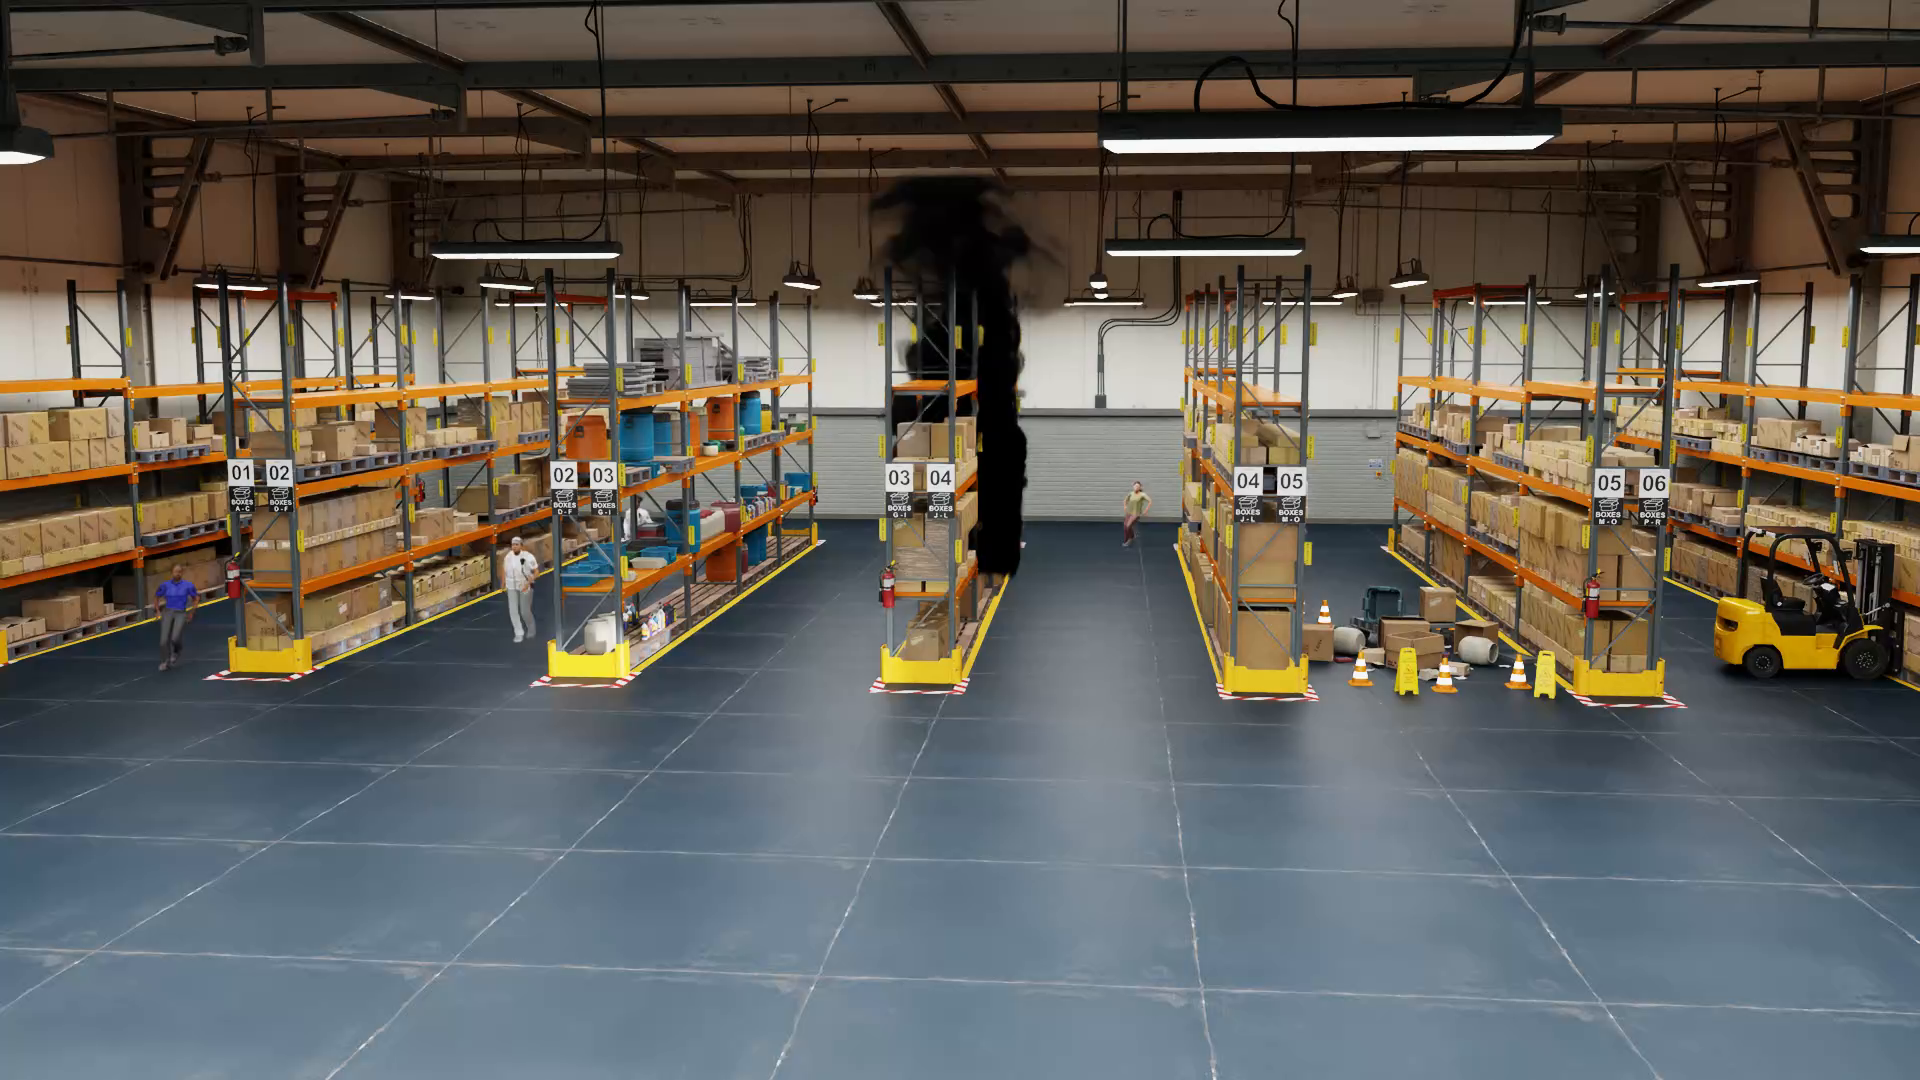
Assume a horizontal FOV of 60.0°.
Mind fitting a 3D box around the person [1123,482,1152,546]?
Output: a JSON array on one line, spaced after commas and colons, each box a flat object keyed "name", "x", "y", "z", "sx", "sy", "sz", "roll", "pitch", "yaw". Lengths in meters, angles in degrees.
[{"name": "person", "x": 4.184, "y": -0.618, "z": 39.892, "sx": 0.710, "sy": 1.585, "sz": 0.609, "roll": 6, "pitch": 9, "yaw": 38}]

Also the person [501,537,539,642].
[{"name": "person", "x": -6.852, "y": 0.757, "z": 25.912, "sx": 0.636, "sy": 1.645, "sz": 0.599, "roll": 1, "pitch": 7, "yaw": 8}]

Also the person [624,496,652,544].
[{"name": "person", "x": -6.310, "y": -0.056, "z": 32.500, "sx": 0.610, "sy": 1.672, "sz": 0.535, "roll": 1, "pitch": 7, "yaw": 9}]

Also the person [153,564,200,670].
[{"name": "person", "x": -11.875, "y": 1.170, "z": 25.174, "sx": 0.632, "sy": 1.601, "sz": 0.476, "roll": -2, "pitch": 7, "yaw": -12}]
